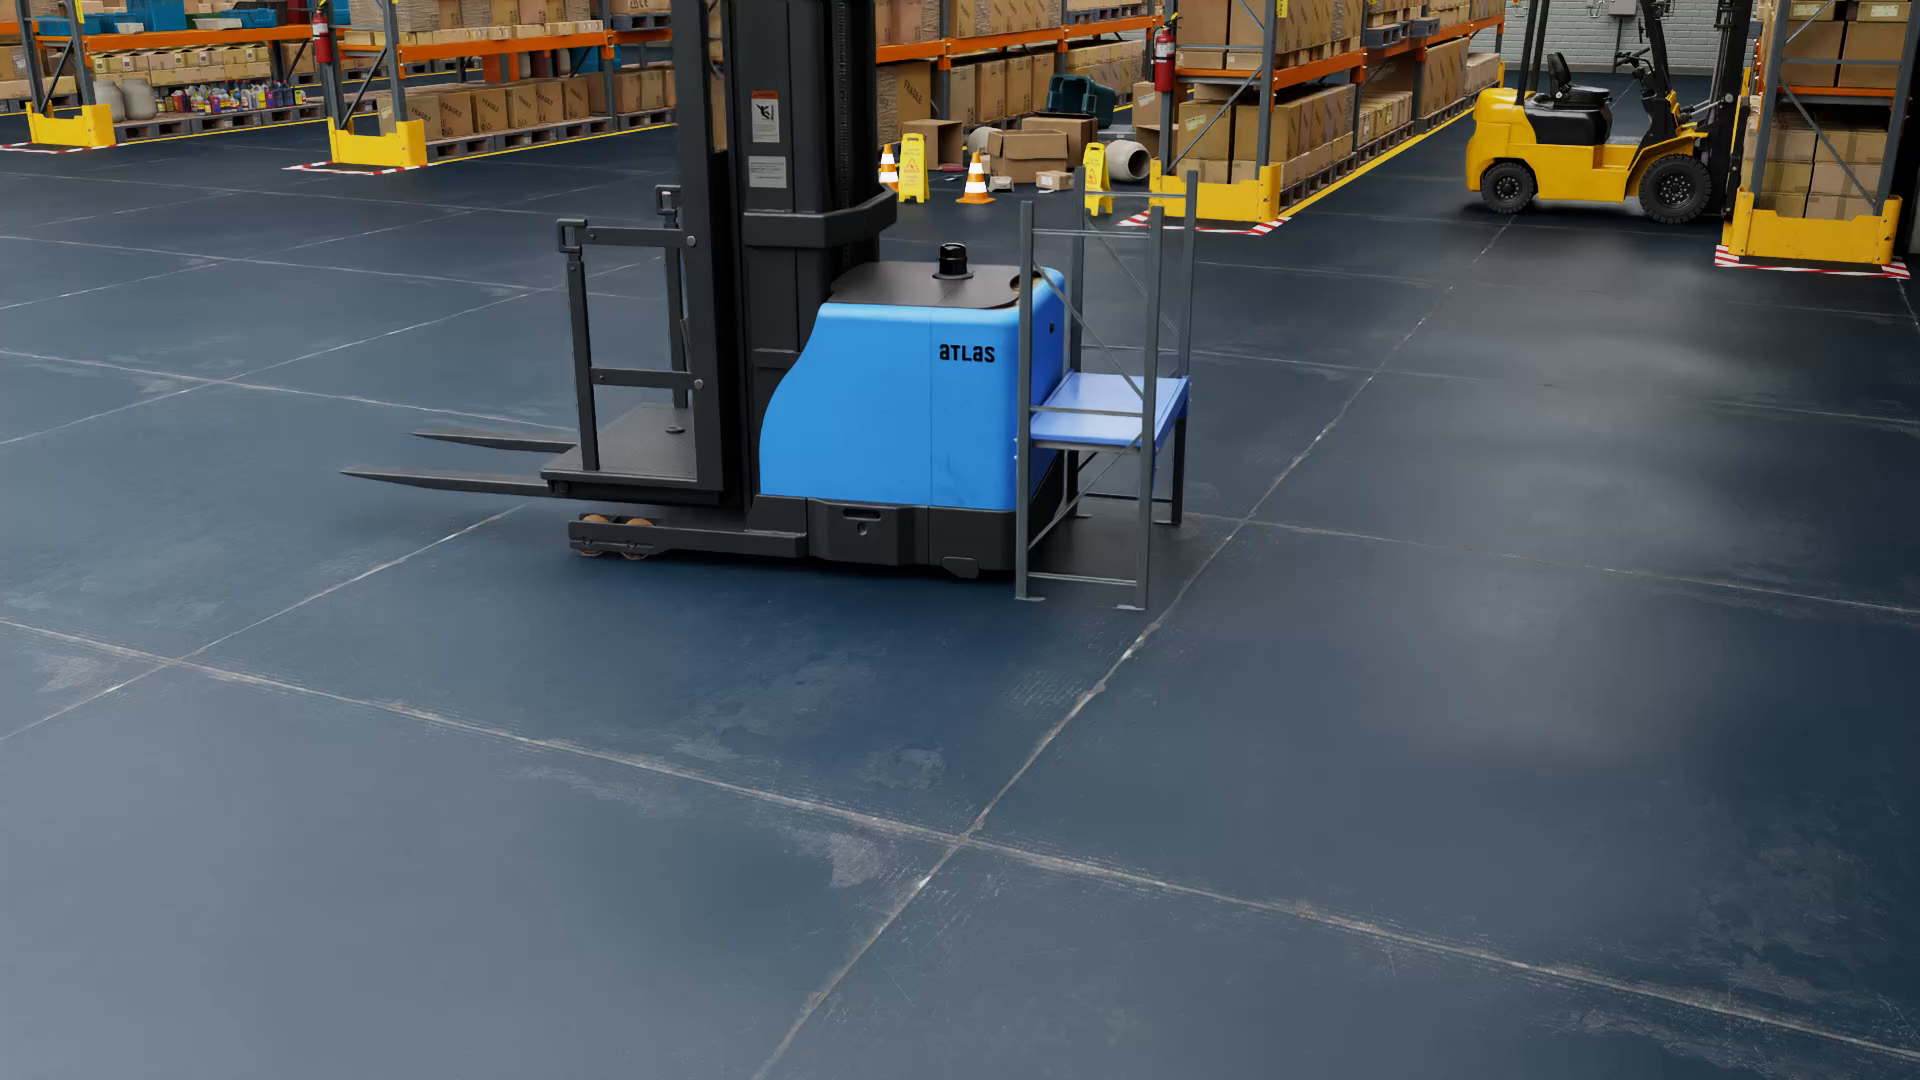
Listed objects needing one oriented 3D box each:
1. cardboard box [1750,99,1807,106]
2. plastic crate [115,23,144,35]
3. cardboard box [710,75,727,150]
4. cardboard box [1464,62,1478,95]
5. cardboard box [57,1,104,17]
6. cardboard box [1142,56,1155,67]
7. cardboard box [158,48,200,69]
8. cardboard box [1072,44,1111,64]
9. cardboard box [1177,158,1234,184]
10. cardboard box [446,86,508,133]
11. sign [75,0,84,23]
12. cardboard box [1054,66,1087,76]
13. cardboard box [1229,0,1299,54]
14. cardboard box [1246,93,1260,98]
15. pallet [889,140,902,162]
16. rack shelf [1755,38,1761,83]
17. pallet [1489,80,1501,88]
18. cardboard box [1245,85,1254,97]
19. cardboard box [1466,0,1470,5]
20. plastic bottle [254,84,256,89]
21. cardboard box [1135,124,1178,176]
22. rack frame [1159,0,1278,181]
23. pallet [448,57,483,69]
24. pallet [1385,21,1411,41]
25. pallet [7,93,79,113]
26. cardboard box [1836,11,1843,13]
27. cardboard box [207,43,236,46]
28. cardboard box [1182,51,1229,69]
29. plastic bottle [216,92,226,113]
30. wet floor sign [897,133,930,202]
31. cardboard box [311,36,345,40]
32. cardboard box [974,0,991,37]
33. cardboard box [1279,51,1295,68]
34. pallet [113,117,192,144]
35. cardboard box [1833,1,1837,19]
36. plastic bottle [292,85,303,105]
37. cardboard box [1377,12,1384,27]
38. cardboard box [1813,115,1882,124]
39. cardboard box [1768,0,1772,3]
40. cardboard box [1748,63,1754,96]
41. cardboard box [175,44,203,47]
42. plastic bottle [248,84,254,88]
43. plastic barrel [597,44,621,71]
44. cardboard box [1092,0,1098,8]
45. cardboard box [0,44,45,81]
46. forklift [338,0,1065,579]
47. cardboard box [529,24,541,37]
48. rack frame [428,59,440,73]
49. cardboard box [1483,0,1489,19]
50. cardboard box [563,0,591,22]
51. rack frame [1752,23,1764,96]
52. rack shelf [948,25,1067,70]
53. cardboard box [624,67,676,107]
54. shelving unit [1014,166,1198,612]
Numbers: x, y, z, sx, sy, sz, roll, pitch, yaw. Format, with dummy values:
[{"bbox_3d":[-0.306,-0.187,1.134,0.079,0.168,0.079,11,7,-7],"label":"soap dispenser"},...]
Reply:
[{"bbox_3d":[7.772,-4.043,15.844,0.500,0.250,0.500,9,21,23],"label":"cardboard box"},{"bbox_3d":[-10.592,-6.531,21.249,0.298,0.136,0.250,9,21,23],"label":"plastic crate"},{"bbox_3d":[-2.033,-4.448,17.542,0.875,0.875,0.875,9,21,23],"label":"cardboard box"},{"bbox_3d":[7.576,-7.222,25.997,0.875,0.438,0.875,8,21,22],"label":"cardboard box"},{"bbox_3d":[-13.970,-8.415,26.378,0.500,0.250,0.500,10,22,26],"label":"cardboard box"},{"bbox_3d":[2.994,-7.915,27.487,0.380,0.149,0.250,10,22,25],"label":"cardboard box"},{"bbox_3d":[-13.107,-8.058,27.790,0.500,0.311,0.500,9,22,24],"label":"cardboard box"},{"bbox_3d":[1.951,-7.335,25.103,0.500,0.250,0.500,9,21,23],"label":"cardboard box"},{"bbox_3d":[2.403,-3.580,16.035,0.500,0.250,0.500,8,21,22],"label":"cardboard box"},{"bbox_3d":[-5.975,-5.331,20.585,0.500,0.500,0.500,11,22,28],"label":"cardboard box"},{"bbox_3d":[-10.752,-6.479,20.297,0.100,0.325,0.005,9,21,23],"label":"sign"},{"bbox_3d":[1.548,-6.681,24.383,0.500,0.500,0.500,8,21,20],"label":"cardboard box"},{"bbox_3d":[2.754,-4.680,15.059,0.500,0.500,0.500,8,21,22],"label":"cardboard box"},{"bbox_3d":[2.821,-4.236,16.760,0.500,0.500,0.500,8,21,21],"label":"cardboard box"},{"bbox_3d":[-0.995,-4.722,19.930,1.003,0.211,1.213,9,21,23],"label":"pallet"},{"bbox_3d":[9.294,-5.201,18.191,1.077,0.370,4.000,9,21,23],"label":"rack shelf"},{"bbox_3d":[8.603,-7.708,28.328,1.003,0.211,1.213,9,21,23],"label":"pallet"},{"bbox_3d":[2.702,-4.506,16.553,0.380,0.149,0.250,10,22,25],"label":"cardboard box"},{"bbox_3d":[7.263,-8.051,24.609,0.500,0.250,0.500,9,21,23],"label":"cardboard box"},{"bbox_3d":[-10.155,-6.421,23.946,0.061,0.283,0.133,9,21,23],"label":"plastic bottle"},{"bbox_3d":[2.265,-4.291,18.286,0.500,0.500,0.500,-9,22,-24],"label":"cardboard box"},{"bbox_3d":[2.307,-4.386,14.825,1.000,3.000,0.127,9,21,23],"label":"rack frame"},{"bbox_3d":[-10.075,-10.045,34.899,1.003,0.211,1.213,9,21,23],"label":"pallet"},{"bbox_3d":[4.810,-6.130,20.017,1.003,0.211,1.213,9,21,23],"label":"pallet"},{"bbox_3d":[-14.496,-6.778,25.712,1.003,0.211,1.213,9,21,23],"label":"pallet"},{"bbox_3d":[8.131,-4.493,14.976,0.500,0.500,0.500,8,21,21],"label":"cardboard box"},{"bbox_3d":[-12.976,-8.599,29.310,0.500,0.311,0.500,9,22,25],"label":"cardboard box"},{"bbox_3d":[2.265,-4.411,15.271,0.380,0.149,0.250,9,22,25],"label":"cardboard box"},{"bbox_3d":[-10.085,-5.964,22.676,0.097,0.271,0.097,0,20,0],"label":"plastic bottle"},{"bbox_3d":[-0.455,-3.645,16.254,0.267,0.644,0.232,5,20,13],"label":"wet floor sign"},{"bbox_3d":[-11.891,-9.584,31.396,0.500,0.250,0.500,8,21,22],"label":"cardboard box"},{"bbox_3d":[0.055,-6.583,20.852,0.500,0.500,0.500,9,21,23],"label":"cardboard box"},{"bbox_3d":[2.908,-4.492,15.499,0.380,0.149,0.250,8,21,21],"label":"cardboard box"},{"bbox_3d":[-10.926,-5.389,21.807,1.003,0.211,1.213,9,21,23],"label":"pallet"},{"bbox_3d":[6.963,-4.356,13.625,0.380,0.149,0.250,9,21,24],"label":"cardboard box"},{"bbox_3d":[-9.510,-6.383,23.839,0.061,0.283,0.133,10,22,25],"label":"plastic bottle"},{"bbox_3d":[4.570,-5.889,18.800,0.380,0.149,0.250,9,21,24],"label":"cardboard box"},{"bbox_3d":[7.623,-3.505,14.333,0.500,0.250,0.500,8,21,22],"label":"cardboard box"},{"bbox_3d":[8.637,-5.664,17.302,0.380,0.149,0.250,8,21,21],"label":"cardboard box"},{"bbox_3d":[12.242,-6.870,24.914,0.700,0.500,0.500,8,21,21],"label":"cardboard box"},{"bbox_3d":[-15.885,-10.149,33.613,0.750,0.750,0.750,9,22,24],"label":"cardboard box"},{"bbox_3d":[-10.252,-6.432,23.987,0.152,0.276,0.135,9,22,25],"label":"plastic bottle"},{"bbox_3d":[-6.577,-9.139,30.695,0.600,0.901,0.708,9,21,23],"label":"plastic barrel"},{"bbox_3d":[1.829,-7.997,24.728,0.380,0.149,0.250,9,22,24],"label":"cardboard box"},{"bbox_3d":[-14.338,-7.262,25.269,0.500,0.500,0.500,9,21,23],"label":"cardboard box"},{"bbox_3d":[-1.118,-1.467,6.718,3.031,2.935,1.130,4,20,12],"label":"forklift"},{"bbox_3d":[-5.473,-6.369,20.776,0.380,0.149,0.250,9,21,23],"label":"cardboard box"},{"bbox_3d":[-10.856,-10.775,32.789,1.000,3.000,0.127,9,21,23],"label":"rack frame"},{"bbox_3d":[8.072,-8.513,26.282,0.500,0.500,0.500,9,21,23],"label":"cardboard box"},{"bbox_3d":[-5.336,-7.027,21.658,0.875,0.500,0.500,9,21,23],"label":"cardboard box"},{"bbox_3d":[10.113,-6.152,19.790,1.000,3.000,0.127,9,21,23],"label":"rack frame"},{"bbox_3d":[0.207,-6.530,21.926,1.077,0.370,4.000,9,21,23],"label":"rack shelf"},{"bbox_3d":[-4.383,-6.497,23.835,0.700,0.500,0.500,7,21,18],"label":"cardboard box"},{"bbox_3d":[0.583,-0.627,6.494,0.538,1.500,1.048,5,20,13],"label":"shelving unit"}]
